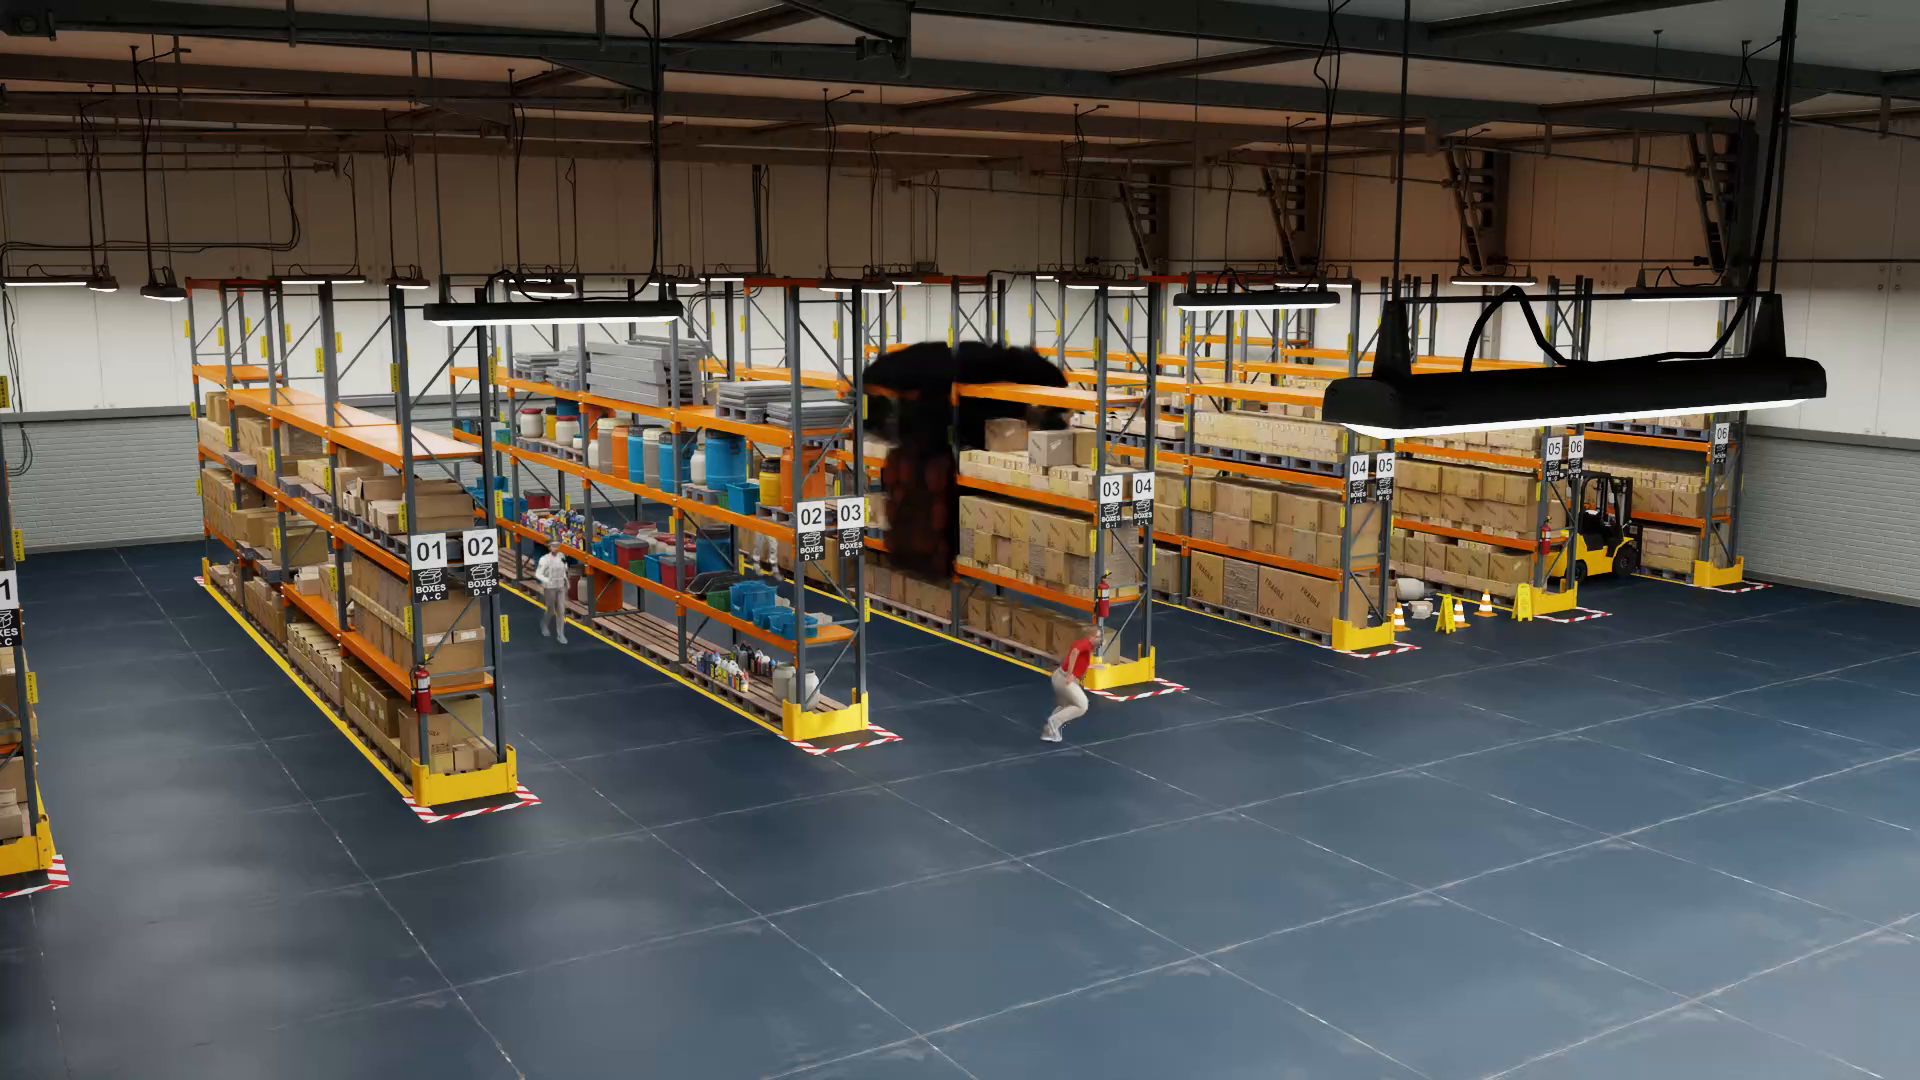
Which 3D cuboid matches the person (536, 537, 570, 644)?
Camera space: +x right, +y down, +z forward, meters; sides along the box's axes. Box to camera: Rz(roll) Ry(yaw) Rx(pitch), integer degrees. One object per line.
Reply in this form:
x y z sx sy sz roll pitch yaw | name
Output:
-6.510 0.775 26.665 0.605 1.695 0.764 -7 12 -37 | person

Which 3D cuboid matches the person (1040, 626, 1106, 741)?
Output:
1.517 1.920 21.964 0.892 1.549 0.695 -1 10 -8 | person

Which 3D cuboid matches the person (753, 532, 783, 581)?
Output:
-3.737 -0.157 31.920 0.625 1.841 0.815 -7 12 -36 | person

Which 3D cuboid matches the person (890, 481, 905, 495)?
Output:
-1.705 -1.747 43.127 0.632 1.853 0.778 5 11 29 | person
